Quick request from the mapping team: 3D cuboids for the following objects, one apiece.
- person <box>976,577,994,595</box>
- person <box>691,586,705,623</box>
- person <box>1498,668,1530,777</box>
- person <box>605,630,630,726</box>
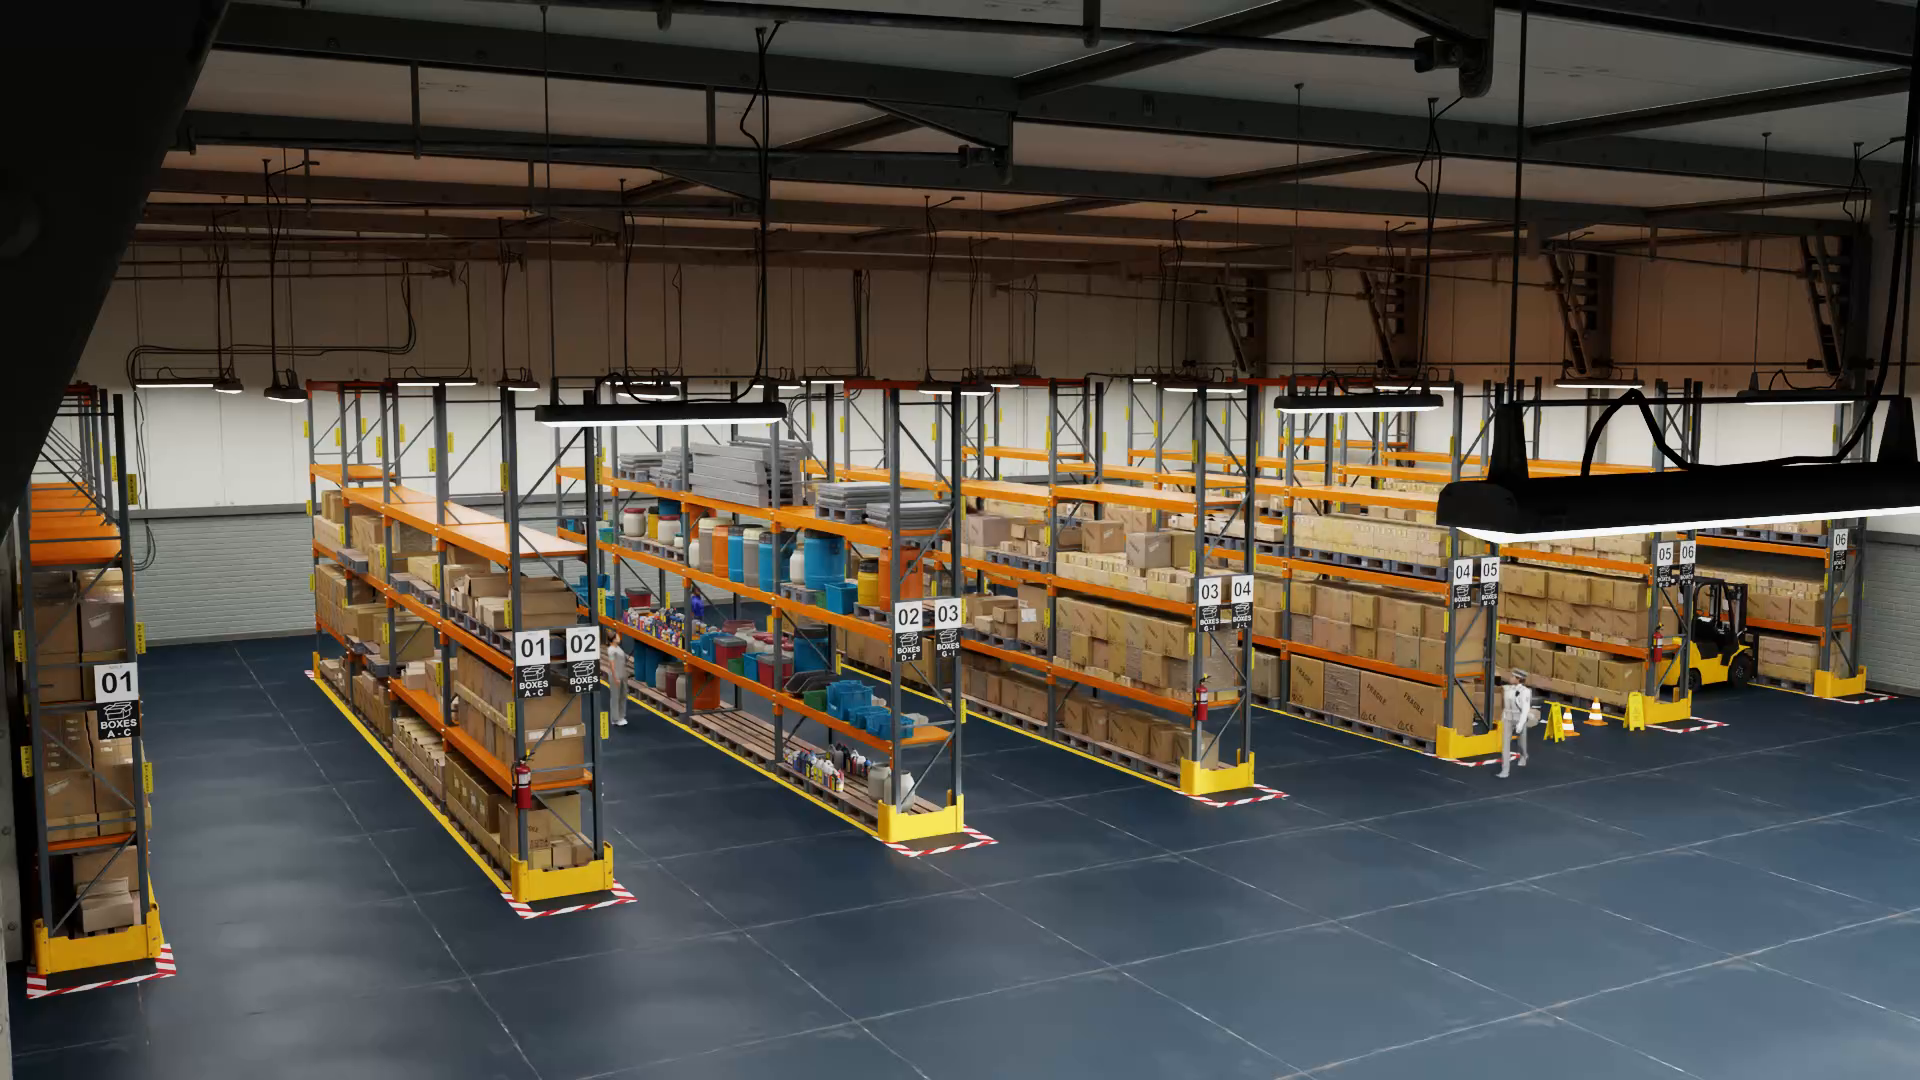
[{"bbox_3d":[0.542,1.629,36.458,0.519,1.641,0.928,-2,7,-21],"label":"person"},{"bbox_3d":[-5.483,1.779,35.171,0.553,1.653,0.503,-1,6,-5],"label":"person"},{"bbox_3d":[8.556,2.780,25.608,0.416,1.648,0.923,3,7,25],"label":"person"},{"bbox_3d":[-5.998,2.421,29.180,0.419,1.702,0.527,2,7,22],"label":"person"}]
